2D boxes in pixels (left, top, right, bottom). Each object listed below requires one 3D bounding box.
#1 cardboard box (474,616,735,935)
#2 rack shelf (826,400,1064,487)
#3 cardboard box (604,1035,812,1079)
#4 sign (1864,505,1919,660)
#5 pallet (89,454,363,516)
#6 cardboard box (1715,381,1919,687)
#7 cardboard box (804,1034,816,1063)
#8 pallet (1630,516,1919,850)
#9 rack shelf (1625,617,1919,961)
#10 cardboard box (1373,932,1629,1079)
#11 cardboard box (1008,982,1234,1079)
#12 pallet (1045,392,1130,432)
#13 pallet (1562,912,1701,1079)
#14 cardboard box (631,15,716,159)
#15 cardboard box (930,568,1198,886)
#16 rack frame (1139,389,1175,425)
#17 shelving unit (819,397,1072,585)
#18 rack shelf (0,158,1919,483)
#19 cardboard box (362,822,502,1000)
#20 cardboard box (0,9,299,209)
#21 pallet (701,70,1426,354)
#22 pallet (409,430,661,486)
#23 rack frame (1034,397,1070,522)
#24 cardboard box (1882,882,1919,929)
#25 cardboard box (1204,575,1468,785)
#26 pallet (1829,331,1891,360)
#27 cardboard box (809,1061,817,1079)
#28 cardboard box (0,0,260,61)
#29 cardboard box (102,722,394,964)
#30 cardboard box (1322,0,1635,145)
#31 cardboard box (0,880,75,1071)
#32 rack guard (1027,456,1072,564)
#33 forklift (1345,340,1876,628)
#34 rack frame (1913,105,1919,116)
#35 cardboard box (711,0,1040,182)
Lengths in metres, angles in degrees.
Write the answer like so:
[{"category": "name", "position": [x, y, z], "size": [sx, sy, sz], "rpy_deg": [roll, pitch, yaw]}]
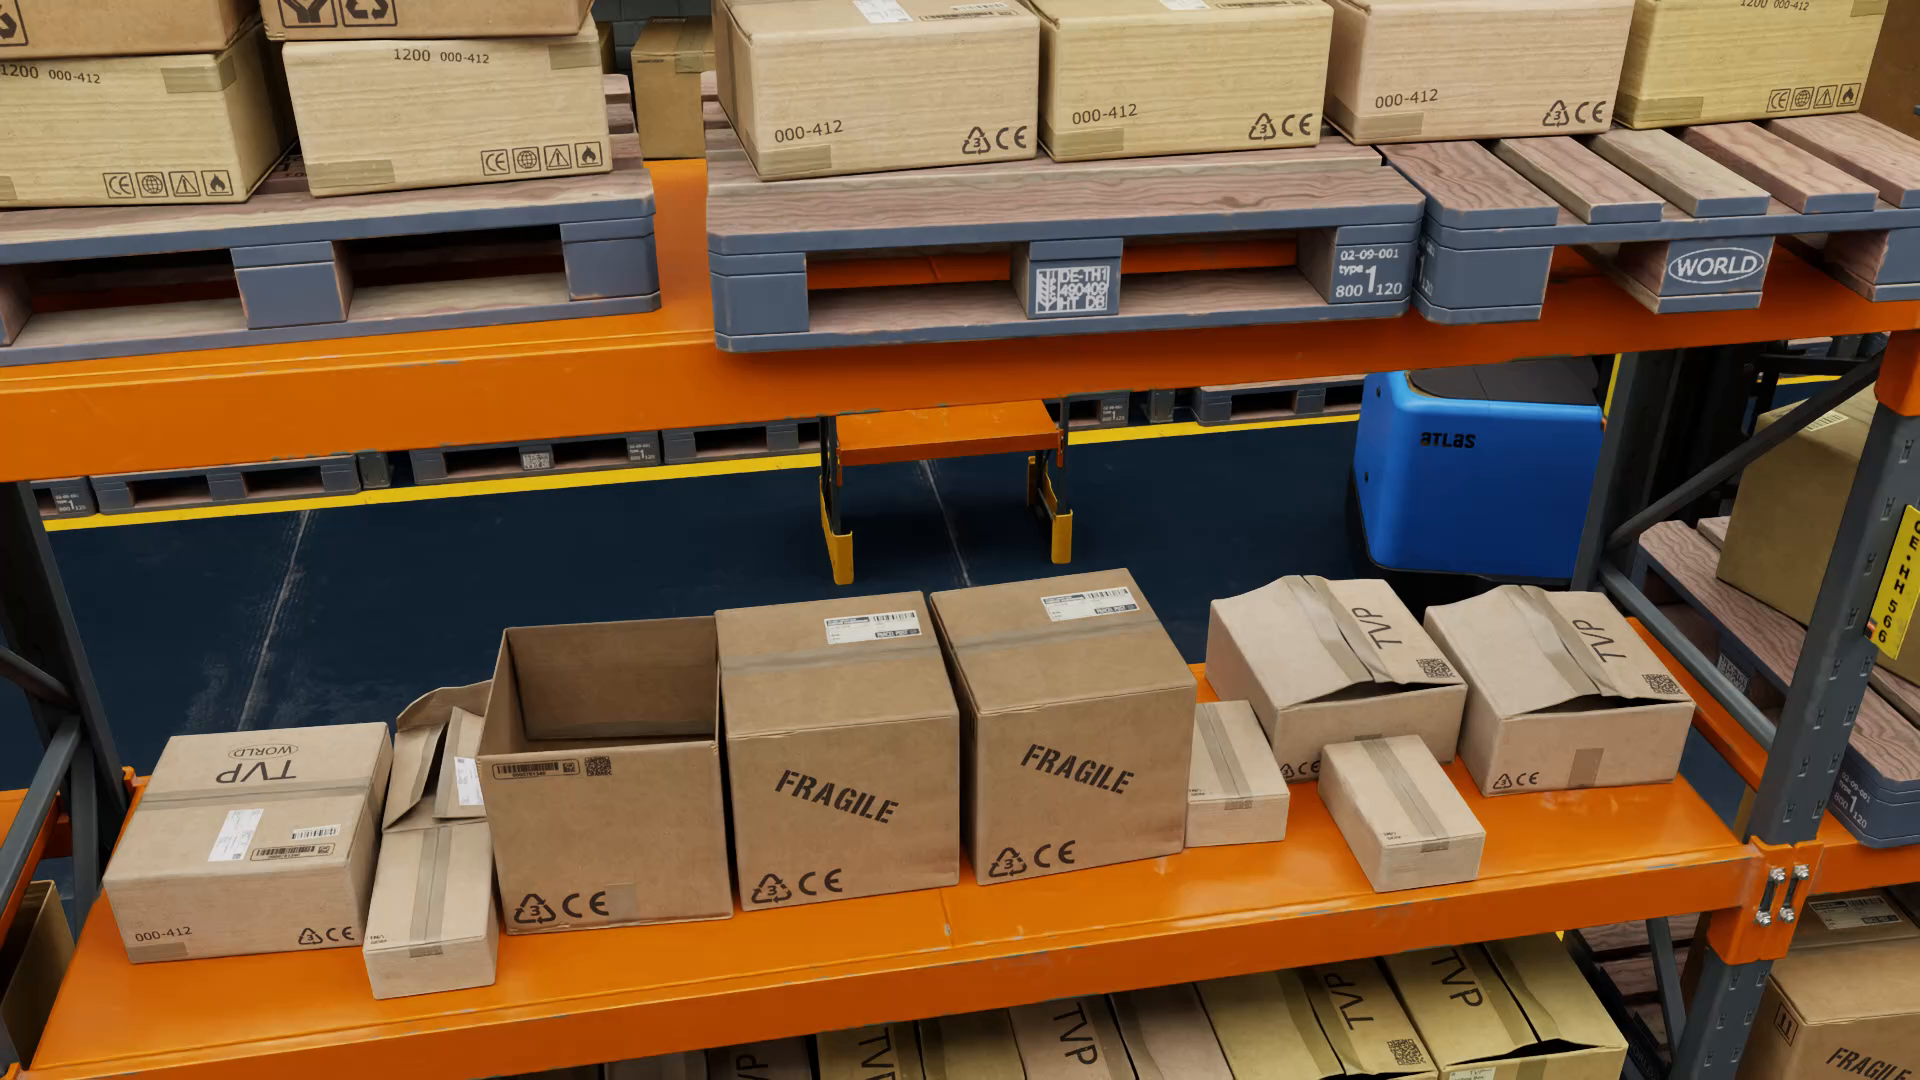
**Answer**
[{"category": "cardboard box", "position": [-0.783, 0.526, 3.797], "size": [0.500, 0.500, 0.500], "rpy_deg": [-3, 31, -5]}, {"category": "rack shelf", "position": [-0.084, -0.484, 7.448], "size": [1.000, 0.185, 0.538], "rpy_deg": [-5, 31, -9]}, {"category": "cardboard box", "position": [-0.606, 1.437, 4.091], "size": [0.500, 0.311, 0.500], "rpy_deg": [-6, 31, -11]}, {"category": "sign", "position": [1.978, 0.091, 3.493], "size": [0.005, 0.325, 0.100], "rpy_deg": [-5, 31, -9]}, {"category": "pallet", "position": [-3.610, -0.509, 8.408], "size": [1.213, 0.211, 1.003], "rpy_deg": [-5, 31, -9]}, {"category": "cardboard box", "position": [2.474, -0.024, 4.318], "size": [0.500, 0.500, 0.700], "rpy_deg": [-16, 34, -25]}, {"category": "cardboard box", "position": [-0.216, 1.123, 4.626], "size": [0.500, 0.311, 0.500], "rpy_deg": [-6, 31, -10]}, {"category": "pallet", "position": [2.529, 0.300, 4.470], "size": [1.003, 0.211, 1.213], "rpy_deg": [-5, 31, -9]}, {"category": "rack shelf", "position": [3.842, 0.442, 4.749], "size": [4.000, 0.370, 1.077], "rpy_deg": [-5, 31, -9]}, {"category": "cardboard box", "position": [1.404, 1.247, 4.415], "size": [0.500, 0.311, 0.500], "rpy_deg": [-5, 31, -8]}, {"category": "cardboard box", "position": [0.397, 1.343, 4.252], "size": [0.500, 0.311, 0.500], "rpy_deg": [-5, 31, -9]}, {"category": "pallet", "position": [0.210, -0.883, 9.043], "size": [1.213, 0.211, 1.003], "rpy_deg": [-5, 31, -9]}, {"category": "pallet", "position": [2.616, 1.467, 5.047], "size": [1.213, 0.211, 1.003], "rpy_deg": [-5, 31, -9]}, {"category": "cardboard box", "position": [-1.256, -2.175, 7.958], "size": [0.500, 0.500, 0.700], "rpy_deg": [-1, 30, -2]}, {"category": "cardboard box", "position": [0.227, 0.432, 3.957], "size": [0.500, 0.500, 0.500], "rpy_deg": [-7, 31, -12]}, {"category": "rack frame", "position": [0.979, -2.155, 8.456], "size": [0.127, 3.000, 1.000], "rpy_deg": [-5, 31, -9]}, {"category": "shelving unit", "position": [-0.075, -0.640, 7.358], "size": [1.083, 1.500, 0.587], "rpy_deg": [-5, 31, -9]}, {"category": "rack shelf", "position": [-0.093, -0.486, 3.368], "size": [4.000, 0.370, 1.077], "rpy_deg": [-5, 31, -9]}, {"category": "cardboard box", "position": [-1.152, 0.809, 3.663], "size": [0.250, 0.149, 0.380], "rpy_deg": [-5, 31, -9]}, {"category": "cardboard box", "position": [-1.452, -0.782, 2.894], "size": [0.500, 0.250, 0.500], "rpy_deg": [-2, 31, -4]}, {"category": "pallet", "position": [0.124, -0.687, 3.187], "size": [1.213, 0.211, 1.003], "rpy_deg": [-4, 31, -7]}, {"category": "pallet", "position": [-2.190, -0.660, 8.664], "size": [1.213, 0.211, 1.003], "rpy_deg": [-5, 31, -9]}, {"category": "rack frame", "position": [0.416, -0.685, 7.436], "size": [0.032, 1.500, 0.500], "rpy_deg": [-5, 31, -9]}, {"category": "cardboard box", "position": [2.888, 1.252, 4.693], "size": [0.500, 0.500, 0.500], "rpy_deg": [-6, 31, -11]}, {"category": "cardboard box", "position": [0.960, 0.338, 4.304], "size": [0.500, 0.311, 0.500], "rpy_deg": [-6, 31, -10]}, {"category": "pallet", "position": [5.675, -1.349, 9.836], "size": [1.213, 0.211, 1.003], "rpy_deg": [-5, 31, -9]}, {"category": "cardboard box", "position": [-0.203, 1.363, 4.771], "size": [0.500, 0.250, 0.500], "rpy_deg": [-5, 31, -8]}, {"category": "cardboard box", "position": [-1.446, -1.090, 2.679], "size": [0.500, 0.500, 0.500], "rpy_deg": [-5, 31, -8]}, {"category": "cardboard box", "position": [-1.584, 0.677, 3.787], "size": [0.500, 0.250, 0.500], "rpy_deg": [-3, 31, -6]}, {"category": "cardboard box", "position": [0.926, -0.969, 3.213], "size": [0.500, 0.250, 0.500], "rpy_deg": [-4, 31, -8]}, {"category": "cardboard box", "position": [-2.573, 1.247, 4.229], "size": [0.500, 0.500, 0.500], "rpy_deg": [-5, 31, -9]}, {"category": "rack guard", "position": [0.415, -0.146, 7.752], "size": [0.087, 0.250, 0.587], "rpy_deg": [-5, 31, -9]}, {"category": "forklift", "position": [3.275, -1.051, 6.646], "size": [3.031, 2.935, 1.130], "rpy_deg": [3, 31, 6]}, {"category": "rack frame", "position": [1.875, -2.272, 2.736], "size": [0.127, 3.000, 1.000], "rpy_deg": [-5, 31, -9]}, {"category": "cardboard box", "position": [-0.168, -0.874, 3.052], "size": [0.500, 0.250, 0.500], "rpy_deg": [-8, 31, -13]}]
